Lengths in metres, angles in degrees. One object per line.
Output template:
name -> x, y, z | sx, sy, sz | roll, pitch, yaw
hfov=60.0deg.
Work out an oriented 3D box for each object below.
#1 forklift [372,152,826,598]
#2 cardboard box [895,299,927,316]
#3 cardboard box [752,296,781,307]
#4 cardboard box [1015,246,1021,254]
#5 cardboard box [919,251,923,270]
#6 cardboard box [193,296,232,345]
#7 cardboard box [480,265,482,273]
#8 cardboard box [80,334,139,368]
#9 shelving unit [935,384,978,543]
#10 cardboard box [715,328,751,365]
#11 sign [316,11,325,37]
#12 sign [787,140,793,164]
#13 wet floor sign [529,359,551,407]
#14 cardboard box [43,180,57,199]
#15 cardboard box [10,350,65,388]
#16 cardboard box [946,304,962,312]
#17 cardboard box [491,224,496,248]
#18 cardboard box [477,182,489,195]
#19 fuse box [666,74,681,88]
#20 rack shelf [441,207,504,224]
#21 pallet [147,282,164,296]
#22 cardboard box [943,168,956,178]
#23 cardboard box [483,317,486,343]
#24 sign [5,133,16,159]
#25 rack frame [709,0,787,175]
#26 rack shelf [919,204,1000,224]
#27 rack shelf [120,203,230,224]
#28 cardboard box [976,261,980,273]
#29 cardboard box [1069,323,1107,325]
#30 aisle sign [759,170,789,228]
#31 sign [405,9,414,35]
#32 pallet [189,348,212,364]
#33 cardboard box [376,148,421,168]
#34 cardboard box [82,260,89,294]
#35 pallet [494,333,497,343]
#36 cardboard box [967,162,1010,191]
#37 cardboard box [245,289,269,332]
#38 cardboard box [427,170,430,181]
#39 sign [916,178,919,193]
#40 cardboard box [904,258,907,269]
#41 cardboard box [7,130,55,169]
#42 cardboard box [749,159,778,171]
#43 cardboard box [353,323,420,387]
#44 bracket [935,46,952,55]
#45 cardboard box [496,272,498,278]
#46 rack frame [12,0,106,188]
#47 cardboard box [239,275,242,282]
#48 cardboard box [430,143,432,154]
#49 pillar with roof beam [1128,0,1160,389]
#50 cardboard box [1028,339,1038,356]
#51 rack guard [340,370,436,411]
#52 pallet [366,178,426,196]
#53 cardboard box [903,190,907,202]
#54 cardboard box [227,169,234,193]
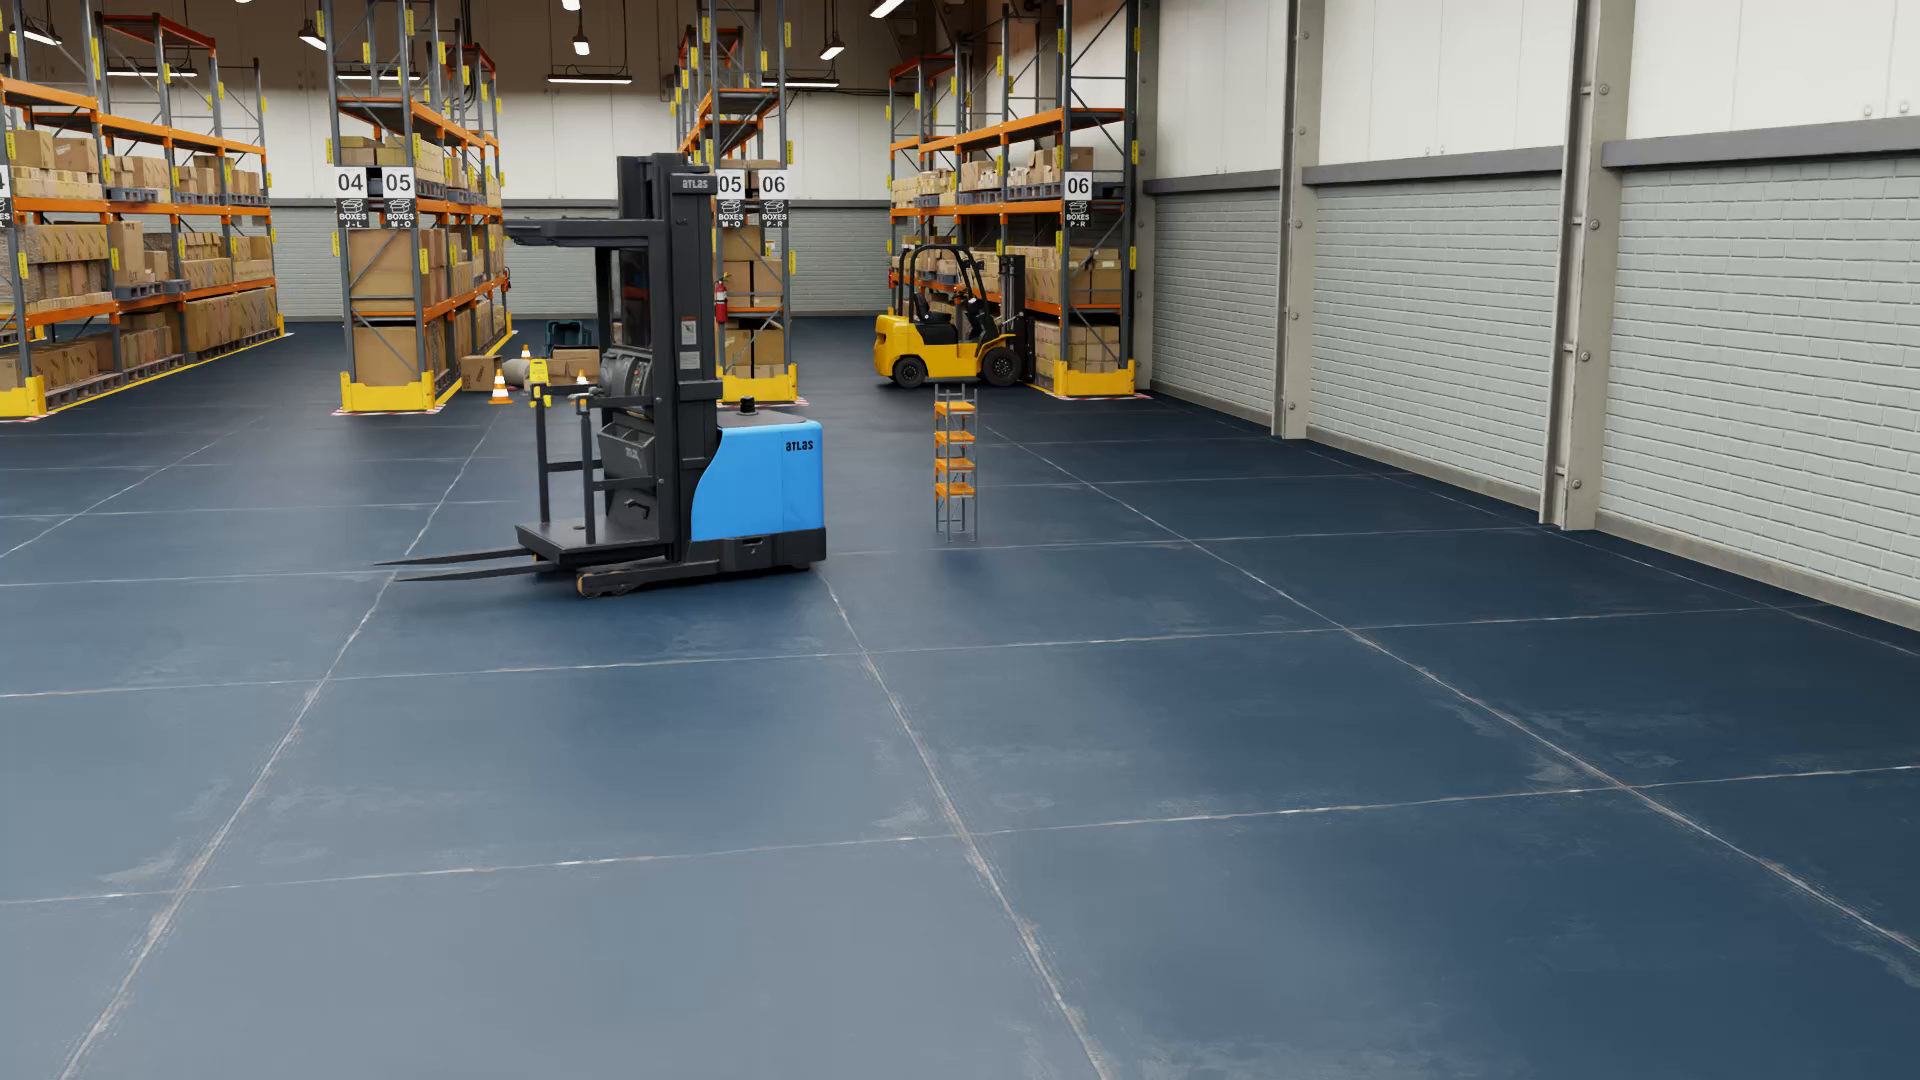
forklift -> -2.499, -1.163, 11.467 | 3.031, 2.935, 1.130 | -6, 13, -31
cardboard box -> -1.113, -5.432, 39.269 | 0.797, 0.503, 0.637 | -3, 11, -13
cardboard box -> -2.759, -3.399, 23.703 | 0.380, 0.149, 0.250 | -2, 11, -11
cardboard box -> 1.122, -4.768, 27.426 | 0.380, 0.149, 0.250 | -2, 11, -10
cardboard box -> -0.487, -5.993, 35.271 | 0.700, 0.500, 0.500 | -2, 11, -10
cardboard box -> -14.632, -4.175, 31.668 | 1.225, 0.875, 0.875 | -3, 11, -13
cardboard box -> -9.696, -5.379, 32.982 | 0.380, 0.149, 0.250 | -2, 11, -11
cardboard box -> -13.567, -3.015, 26.525 | 0.700, 0.500, 0.500 | -2, 11, -11
shelving unit -> -0.032, -0.620, 13.244 | 0.258, 1.200, 0.503 | -2, 11, -11
cardboard box -> -3.307, -2.814, 24.183 | 0.500, 0.500, 0.500 | -2, 11, -11
sign -> -8.266, -6.682, 21.524 | 0.100, 0.325, 0.005 | -2, 11, -11
sign -> -2.363, -5.375, 23.054 | 0.100, 0.325, 0.005 | -2, 11, -11
wet floor sign -> -5.784, -2.164, 22.840 | 0.267, 0.644, 0.232 | -4, 12, -21
cardboard box -> -12.655, -4.775, 22.640 | 0.500, 0.250, 0.500 | -2, 11, -11
cardboard box -> -12.974, -2.409, 23.395 | 0.500, 0.500, 0.500 | -1, 11, -6
cardboard box -> -0.075, -4.674, 33.557 | 0.380, 0.149, 0.250 | -2, 11, -12
cardboard box -> -10.098, -6.421, 35.172 | 0.500, 0.500, 0.500 | -2, 11, -10
cardboard box -> -9.924, -7.197, 34.029 | 0.500, 0.250, 0.500 | -2, 11, -9
fuse box -> -7.370, -11.925, 43.225 | 0.513, 0.334, 0.176 | -2, 11, -11
rack shelf -> -10.454, -6.942, 35.547 | 1.077, 0.370, 4.000 | -2, 11, -11
pallet -> -13.747, -4.103, 27.246 | 1.003, 0.211, 1.213 | -2, 11, -11
cardboard box -> -0.151, -7.689, 34.926 | 0.396, 0.266, 0.258 | -2, 11, -11
cardboard box -> -9.380, -4.025, 31.881 | 0.500, 0.500, 0.500 | -2, 11, -12
sign -> -12.084, -5.015, 21.161 | 0.100, 0.325, 0.005 | -2, 11, -11
rack frame -> -2.896, -6.399, 22.752 | 1.000, 3.000, 0.127 | -2, 11, -11
rack shelf -> 0.028, -6.588, 33.688 | 1.077, 0.370, 4.000 | -2, 11, -11
rack shelf -> -14.561, -6.046, 30.842 | 1.077, 0.370, 4.000 | -2, 11, -11
cardboard box -> 0.568, -4.901, 29.989 | 0.500, 0.250, 0.500 | -2, 11, -10
cardboard box -> 1.964, -3.167, 25.369 | 0.500, 0.250, 0.500 | -2, 11, -11
aisle sign -> -2.579, -4.729, 23.069 | 0.394, 0.787, 0.004 | -2, 11, -11
sign -> -7.186, -6.757, 21.707 | 0.100, 0.325, 0.005 | -2, 11, -11
pallet -> -14.252, -3.337, 30.163 | 1.003, 0.211, 1.213 | -2, 11, -11
cardboard box -> -7.574, -5.153, 22.441 | 0.500, 0.250, 0.500 | -2, 11, -11
cardboard box -> -13.305, -3.843, 24.303 | 0.875, 0.500, 0.500 | -2, 11, -11
pallet -> -10.231, -4.207, 34.734 | 1.003, 0.211, 1.213 | -2, 11, -11
cardboard box -> 0.515, -6.648, 30.423 | 0.700, 0.500, 0.500 | -2, 11, -12
cardboard box -> -15.348, -4.908, 35.518 | 0.875, 0.875, 0.875 | -2, 11, -11
cardboard box -> -7.729, -5.165, 23.572 | 0.380, 0.149, 0.250 | -2, 11, -11
sign -> -0.892, -7.541, 35.388 | 0.100, 0.325, 0.005 | -2, 11, -11
cardboard box -> -0.995, -6.269, 37.718 | 0.500, 0.250, 0.500 | -2, 11, -13
cardboard box -> -12.640, -5.288, 22.537 | 0.500, 0.500, 0.500 | -2, 11, -11
cardboard box -> -2.765, -5.267, 23.363 | 0.380, 0.149, 0.250 | -2, 11, -11
cardboard box -> -7.928, -2.538, 23.070 | 0.875, 0.875, 0.875 | -2, 11, -11
bracket -> -0.543, -11.246, 38.588 | 0.076, 0.066, 4.783 | -2, 11, -11
cardboard box -> -10.333, -5.828, 36.464 | 0.380, 0.149, 0.250 | -3, 11, -14
rack frame -> -13.394, -6.773, 24.713 | 1.000, 3.000, 0.127 | -2, 11, -11
cardboard box -> -14.733, -5.284, 33.608 | 0.380, 0.149, 0.250 | -2, 11, -13
cardboard box -> -7.830, -5.651, 23.989 | 0.380, 0.149, 0.250 | -2, 11, -10
pillar with roof beam -> -1.502, -6.585, 23.724 | 9.100, 9.000, 0.400 | -2, 11, -11
cardboard box -> 1.363, -2.999, 25.824 | 0.500, 0.250, 0.500 | -2, 11, -12
rack guard -> -7.727, -2.021, 22.480 | 1.175, 0.500, 0.348 | -2, 11, -11
pallet -> -7.886, -4.820, 22.710 | 1.003, 0.211, 1.213 | -2, 11, -11
cardboard box -> -0.991, -7.742, 37.433 | 0.500, 0.250, 0.500 | -2, 11, -12
cardboard box -> -15.262, -7.311, 33.906 | 0.700, 0.500, 0.500 | -2, 11, -8
